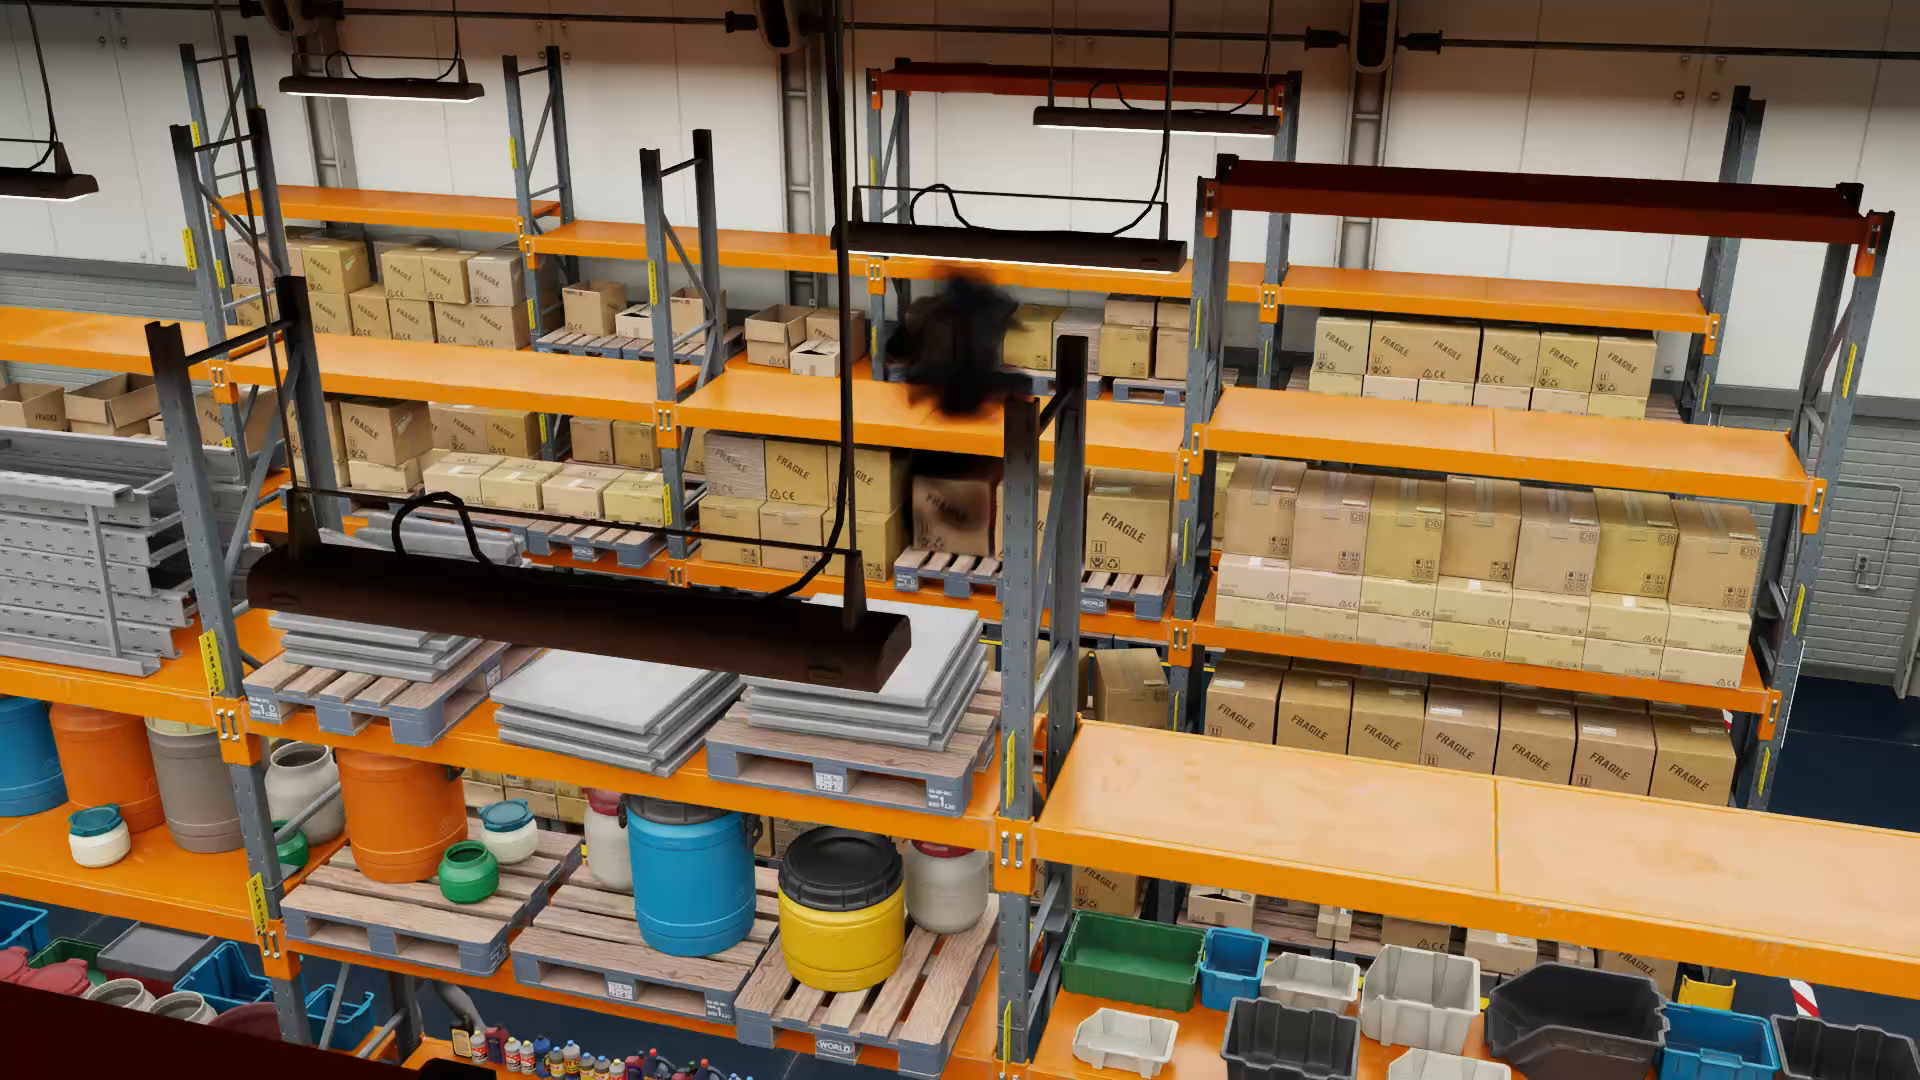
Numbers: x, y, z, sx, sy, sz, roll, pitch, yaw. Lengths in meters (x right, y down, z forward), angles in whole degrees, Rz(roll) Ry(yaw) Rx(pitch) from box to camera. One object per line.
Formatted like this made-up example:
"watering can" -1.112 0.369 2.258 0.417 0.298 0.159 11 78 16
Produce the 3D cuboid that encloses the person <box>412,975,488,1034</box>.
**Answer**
"person" -3.698 2.895 11.587 0.742 1.754 0.560 6 23 15
